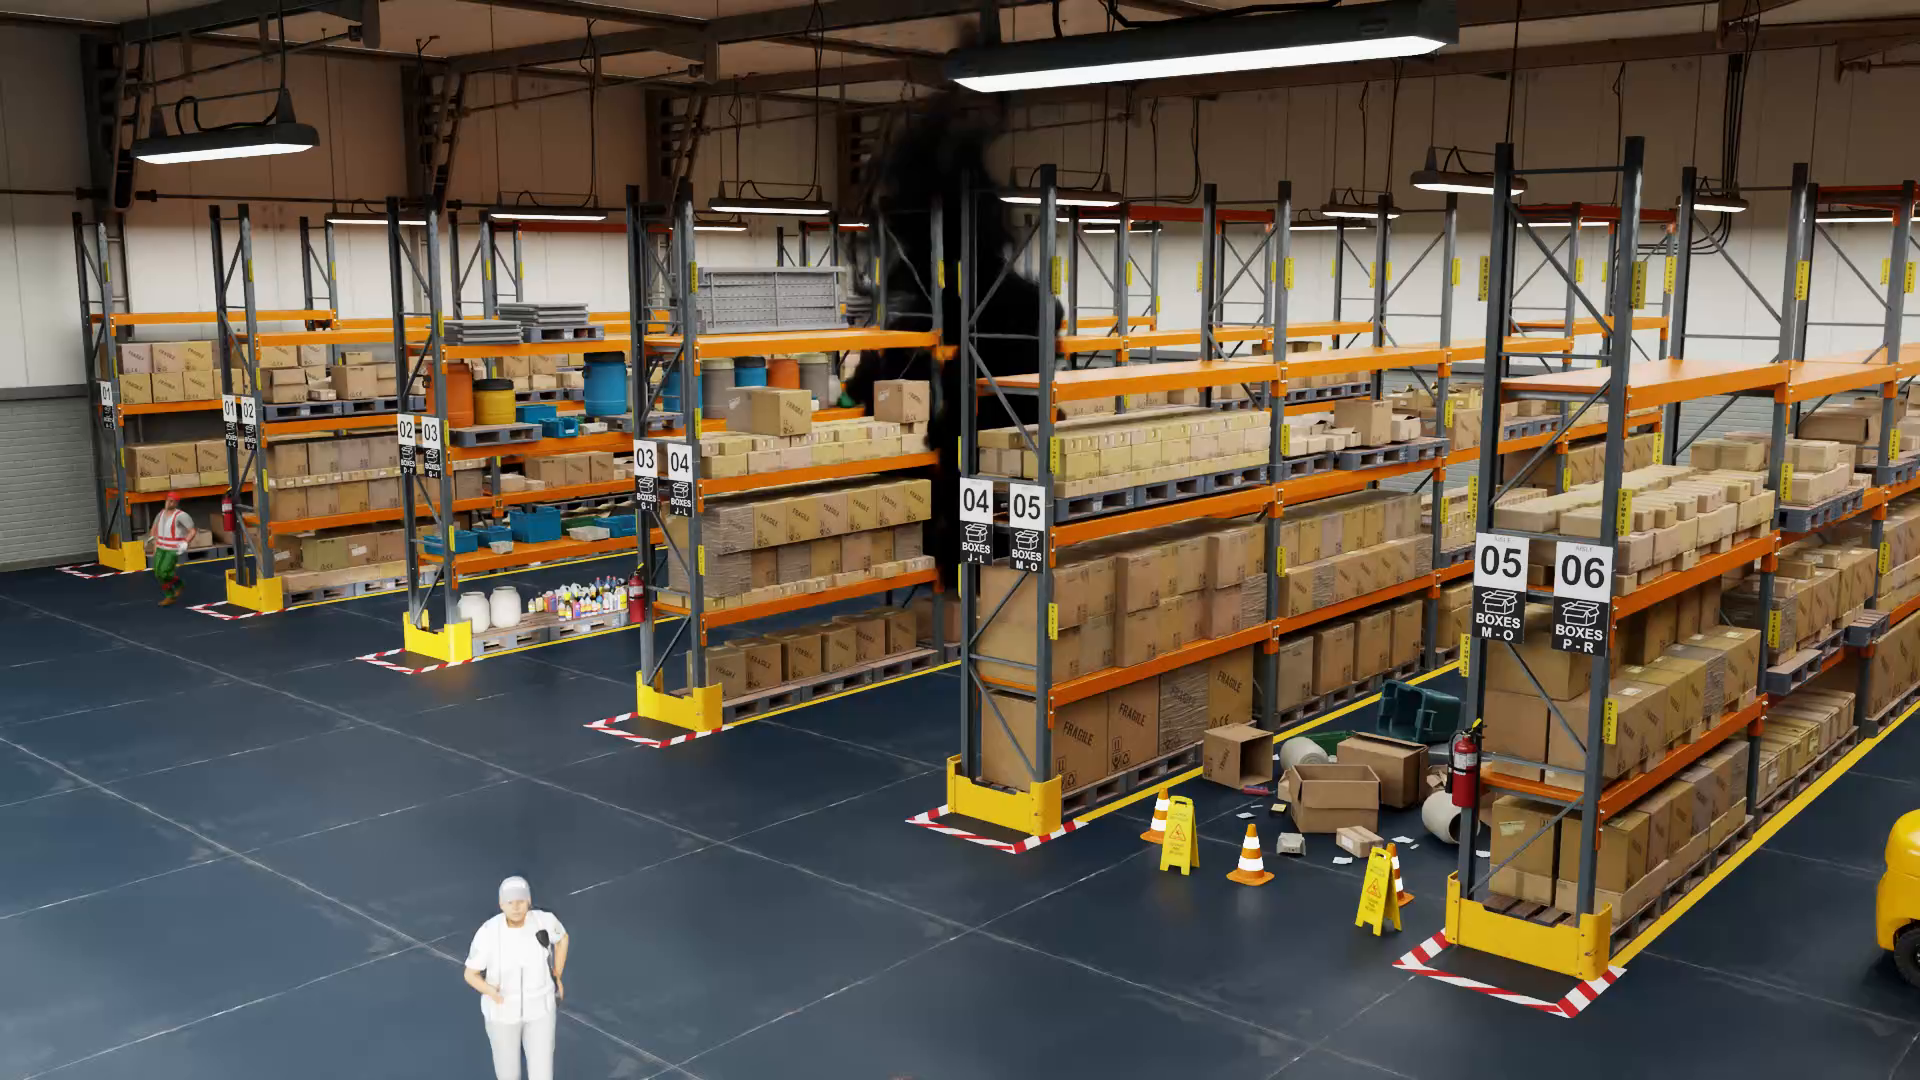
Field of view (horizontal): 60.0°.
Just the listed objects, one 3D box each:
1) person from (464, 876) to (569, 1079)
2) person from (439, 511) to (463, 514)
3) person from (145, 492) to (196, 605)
[{"bbox_3d":[-2.559,2.750,9.688,0.609,1.653,0.896,-3,10,-18],"label":"person"},{"bbox_3d":[-8.994,-0.527,29.328,0.595,1.675,0.733,6,11,31],"label":"person"},{"bbox_3d":[-11.994,0.131,25.265,0.730,1.735,0.538,3,10,16],"label":"person"}]
